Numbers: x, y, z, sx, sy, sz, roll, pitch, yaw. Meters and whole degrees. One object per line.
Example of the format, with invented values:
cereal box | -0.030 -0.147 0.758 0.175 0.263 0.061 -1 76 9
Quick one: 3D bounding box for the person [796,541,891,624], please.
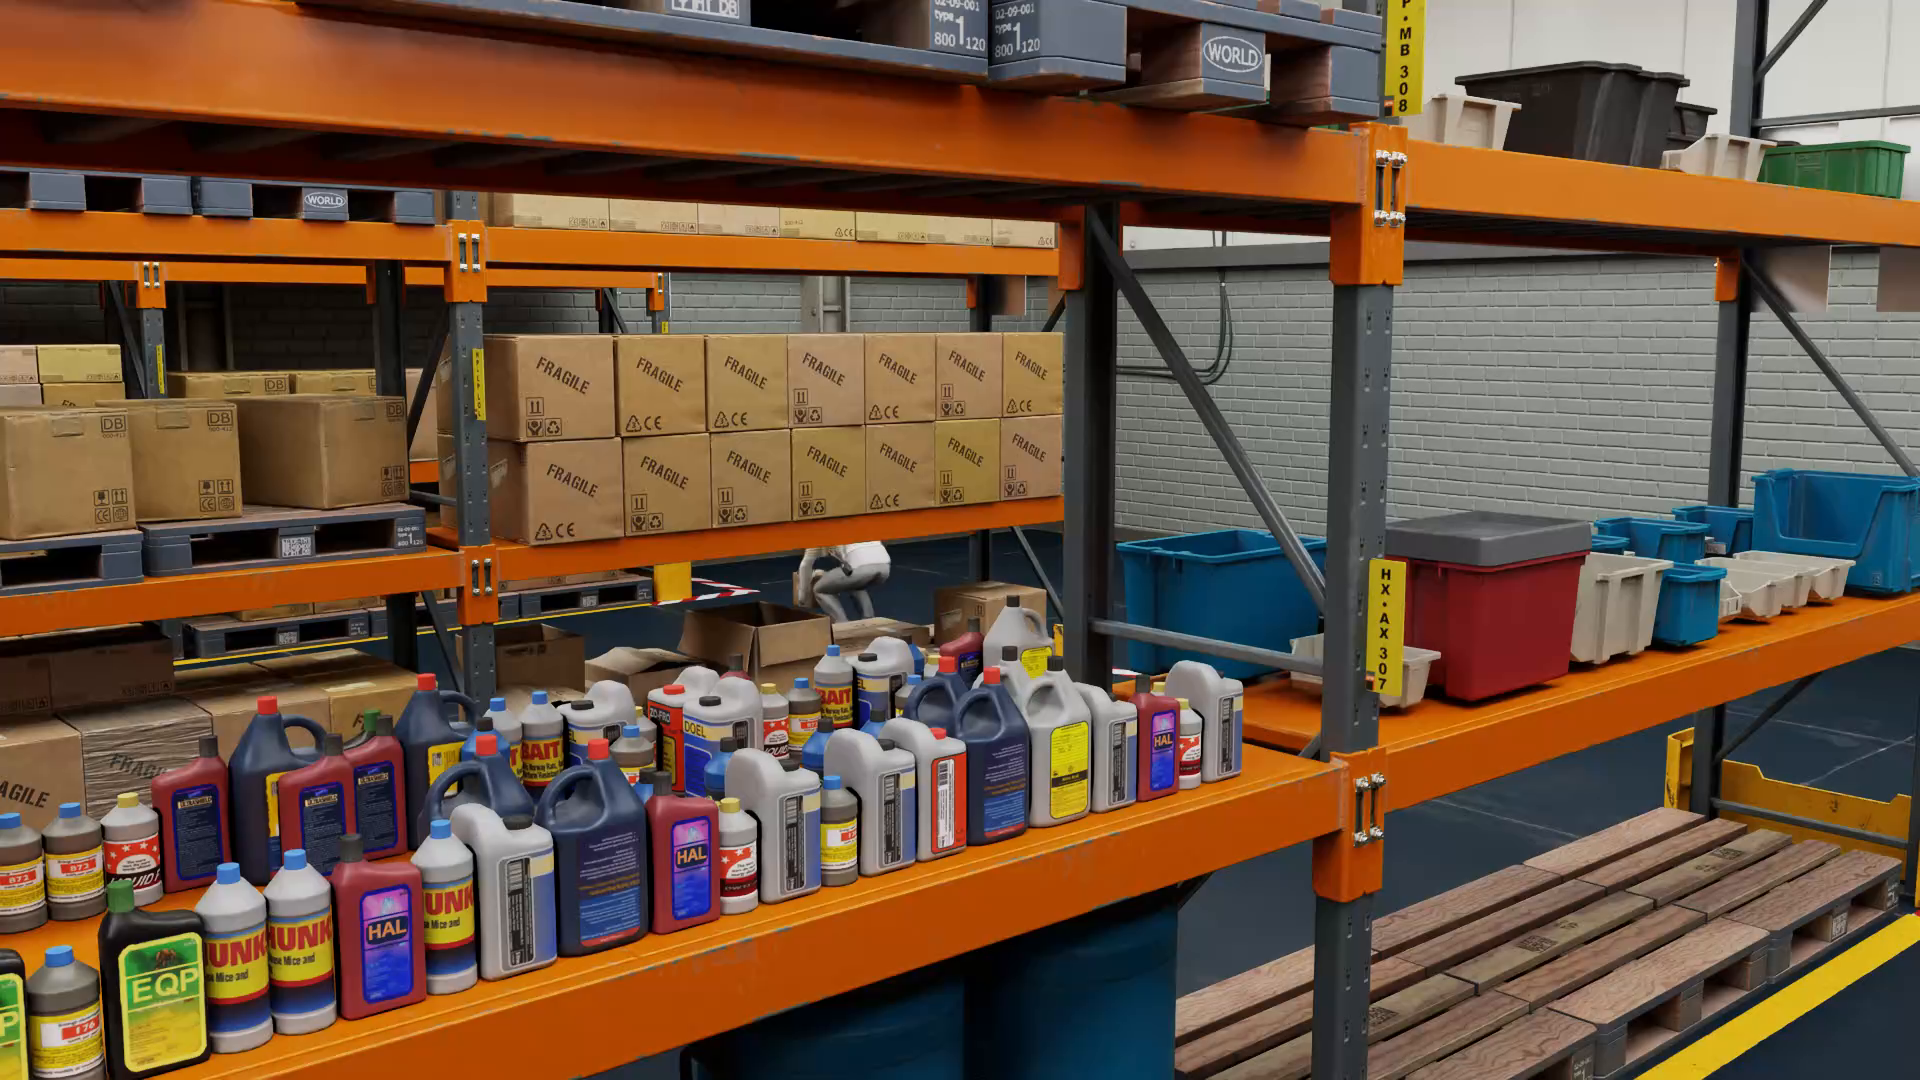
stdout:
person | -0.895 0.209 12.480 0.504 1.073 0.815 -7 10 -41
